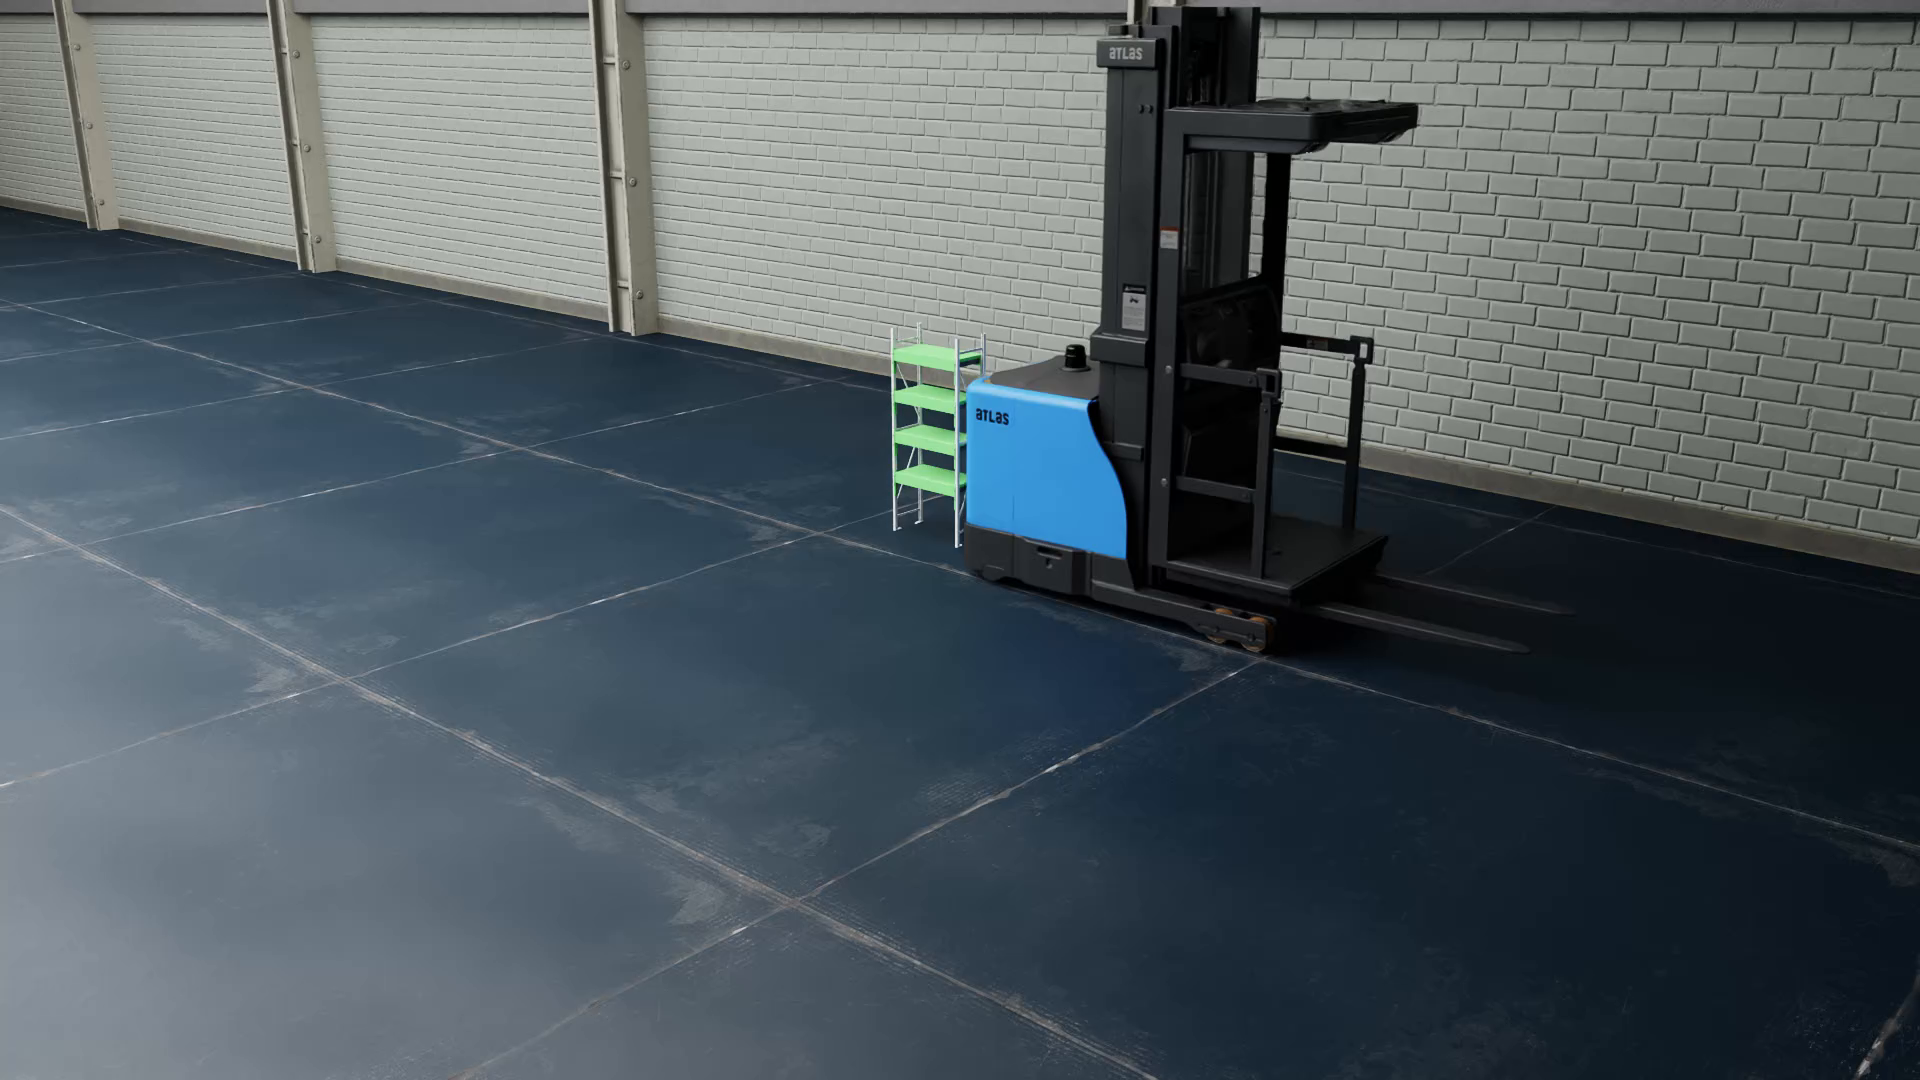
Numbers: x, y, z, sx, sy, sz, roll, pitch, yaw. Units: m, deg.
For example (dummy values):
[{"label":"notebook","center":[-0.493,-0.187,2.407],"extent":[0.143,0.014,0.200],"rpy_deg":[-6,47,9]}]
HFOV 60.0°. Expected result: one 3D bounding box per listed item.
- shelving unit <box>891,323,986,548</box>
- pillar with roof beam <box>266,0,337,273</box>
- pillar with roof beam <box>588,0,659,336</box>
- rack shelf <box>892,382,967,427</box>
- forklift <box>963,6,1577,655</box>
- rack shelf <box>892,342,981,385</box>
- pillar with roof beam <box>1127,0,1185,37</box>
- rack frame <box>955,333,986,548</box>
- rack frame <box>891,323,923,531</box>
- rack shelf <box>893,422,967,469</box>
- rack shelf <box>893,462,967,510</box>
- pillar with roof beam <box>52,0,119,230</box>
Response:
[{"label":"shelving unit","center":[-0.124,-0.605,9.535],"extent":[0.503,1.200,0.258],"rpy_deg":[15,23,39]},{"label":"pillar with roof beam","center":[-10.454,-6.515,15.265],"extent":[0.400,9.000,9.100],"rpy_deg":[15,23,39]},{"label":"pillar with roof beam","center":[-5.966,-5.311,11.469],"extent":[0.400,9.000,9.100],"rpy_deg":[15,23,39]},{"label":"rack shelf","center":[-0.124,-0.773,9.482],"extent":[0.480,0.148,0.258],"rpy_deg":[15,23,39]},{"label":"forklift","center":[1.497,-1.044,8.057],"extent":[3.031,2.935,1.130],"rpy_deg":[13,22,35]},{"label":"rack shelf","center":[-0.124,-1.002,9.409],"extent":[0.480,0.148,0.258],"rpy_deg":[15,23,39]},{"label":"pillar with roof beam","center":[-1.479,-4.106,7.673],"extent":[0.400,9.000,9.100],"rpy_deg":[15,23,39]},{"label":"rack frame","center":[0.059,-0.556,9.381],"extent":[0.015,1.200,0.240],"rpy_deg":[15,23,39]},{"label":"rack frame","center":[-0.306,-0.654,9.689],"extent":[0.015,1.200,0.240],"rpy_deg":[15,23,39]},{"label":"rack shelf","center":[-0.124,-0.544,9.554],"extent":[0.480,0.148,0.258],"rpy_deg":[15,23,39]},{"label":"rack shelf","center":[-0.124,-0.315,9.627],"extent":[0.480,0.148,0.258],"rpy_deg":[15,23,39]},{"label":"pillar with roof beam","center":[-14.942,-7.720,19.061],"extent":[0.400,9.000,9.100],"rpy_deg":[15,23,39]}]
